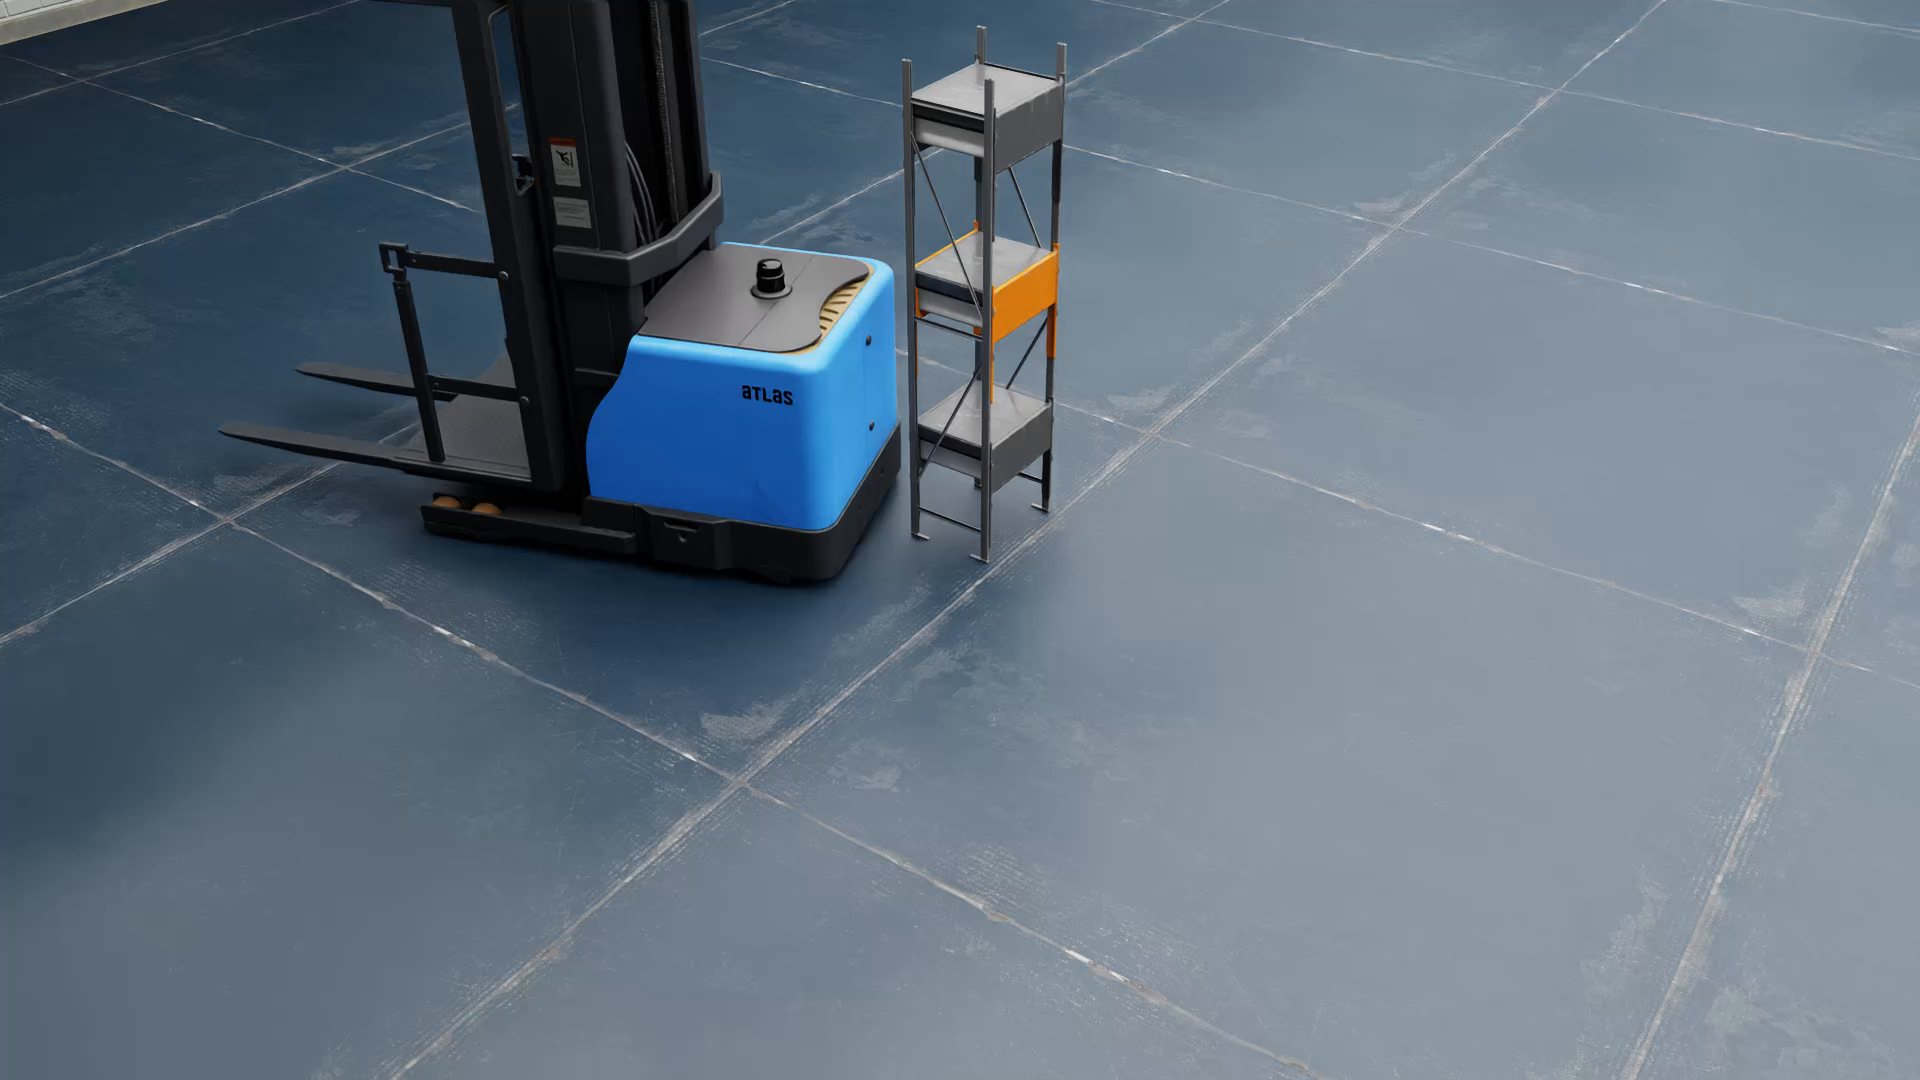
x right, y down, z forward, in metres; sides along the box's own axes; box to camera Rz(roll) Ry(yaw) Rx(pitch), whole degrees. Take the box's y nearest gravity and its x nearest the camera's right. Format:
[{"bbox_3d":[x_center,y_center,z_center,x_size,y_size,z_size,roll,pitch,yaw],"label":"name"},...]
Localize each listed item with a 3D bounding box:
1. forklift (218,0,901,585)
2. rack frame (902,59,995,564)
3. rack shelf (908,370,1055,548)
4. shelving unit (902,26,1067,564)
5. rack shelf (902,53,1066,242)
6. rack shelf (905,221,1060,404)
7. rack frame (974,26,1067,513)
[{"bbox_3d":[-1.844,-1.482,6.826,3.031,2.935,1.130,9,35,13],"label":"forklift"},{"bbox_3d":[-0.045,-0.834,6.608,0.400,2.100,0.015,21,39,28],"label":"rack frame"},{"bbox_3d":[0.094,-0.355,7.174,0.431,0.518,0.480,21,39,28],"label":"rack shelf"},{"bbox_3d":[0.094,-0.946,6.774,0.431,2.100,0.503,21,39,28],"label":"shelving unit"},{"bbox_3d":[0.094,-1.515,6.390,0.431,0.518,0.480,21,39,28],"label":"rack shelf"},{"bbox_3d":[0.094,-0.935,6.782,0.431,0.518,0.480,21,39,28],"label":"rack shelf"},{"bbox_3d":[0.234,-1.058,6.940,0.400,2.100,0.015,21,39,28],"label":"rack frame"}]
